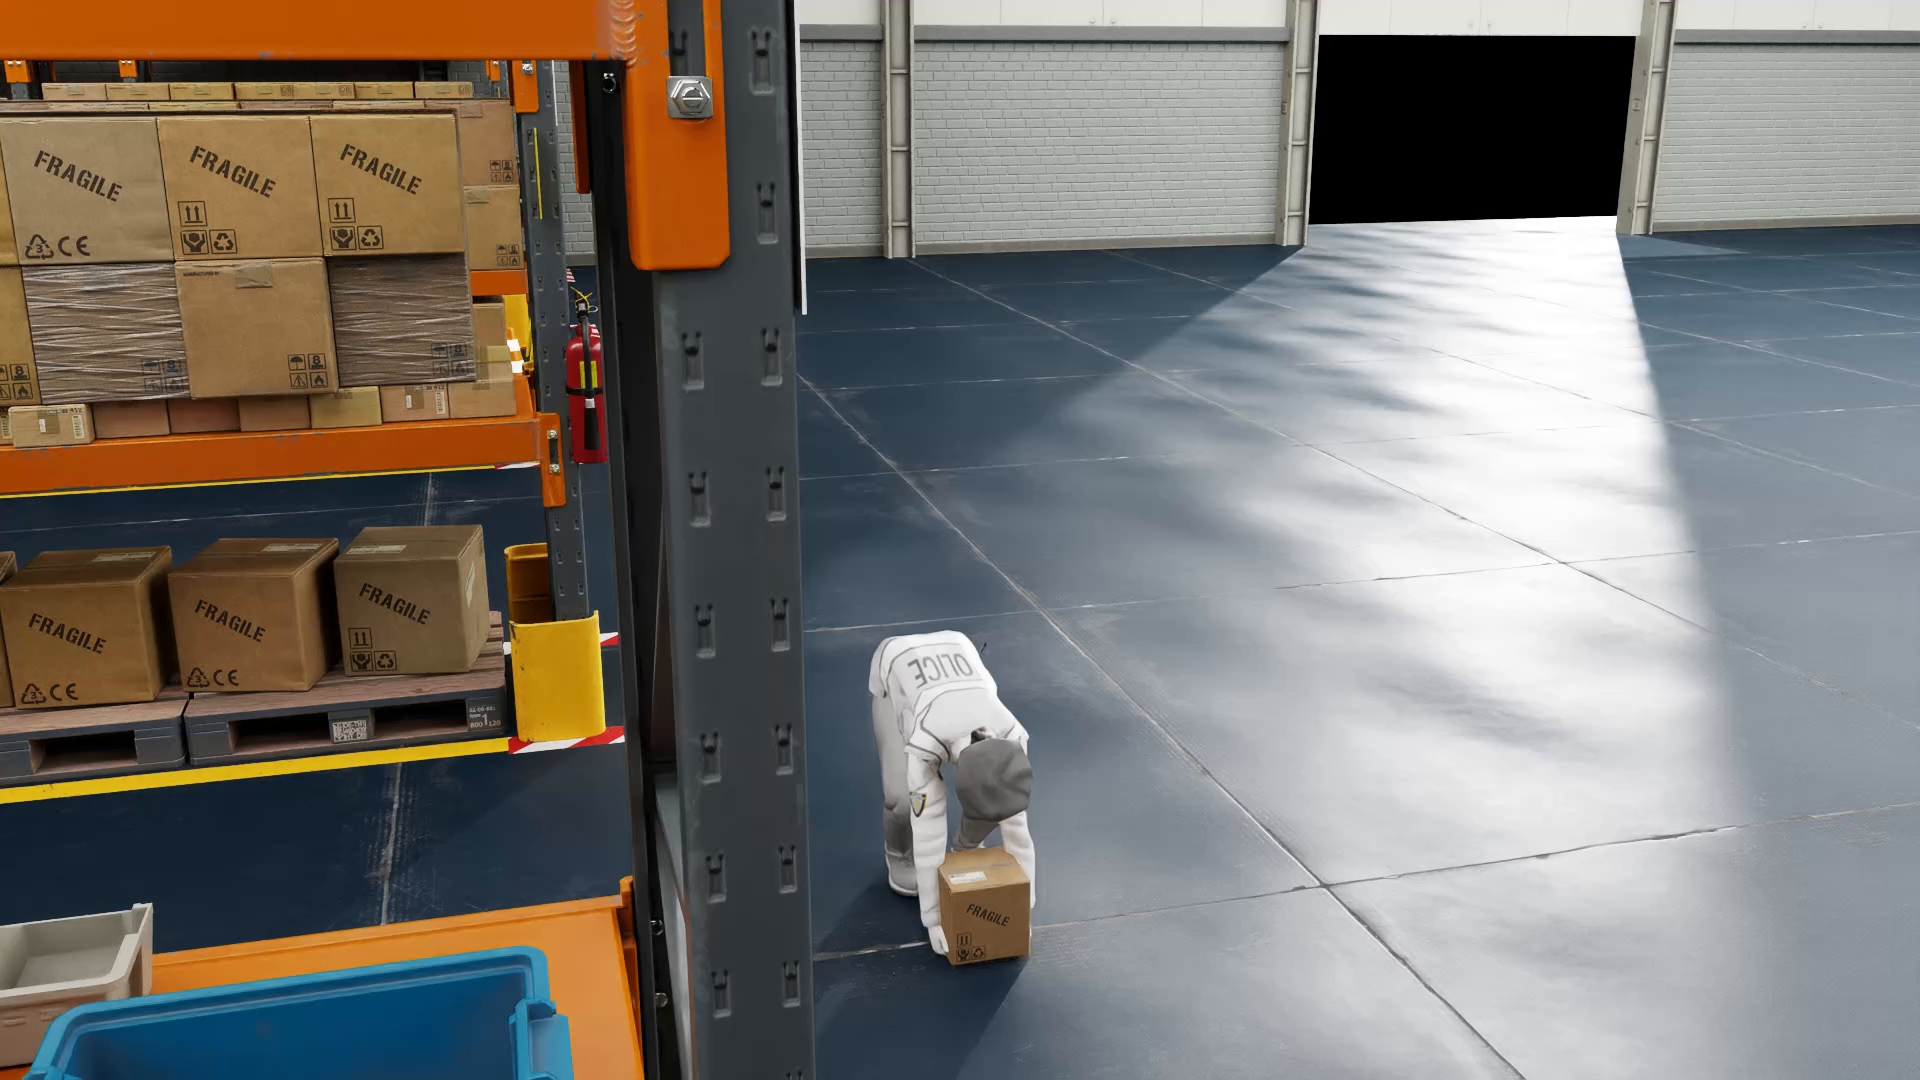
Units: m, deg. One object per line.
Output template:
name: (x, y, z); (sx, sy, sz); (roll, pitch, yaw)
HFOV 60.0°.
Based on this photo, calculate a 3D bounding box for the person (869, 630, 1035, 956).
person: (-0.016, 0.779, 5.351); (0.469, 0.842, 0.889); (-5, 17, -18)
